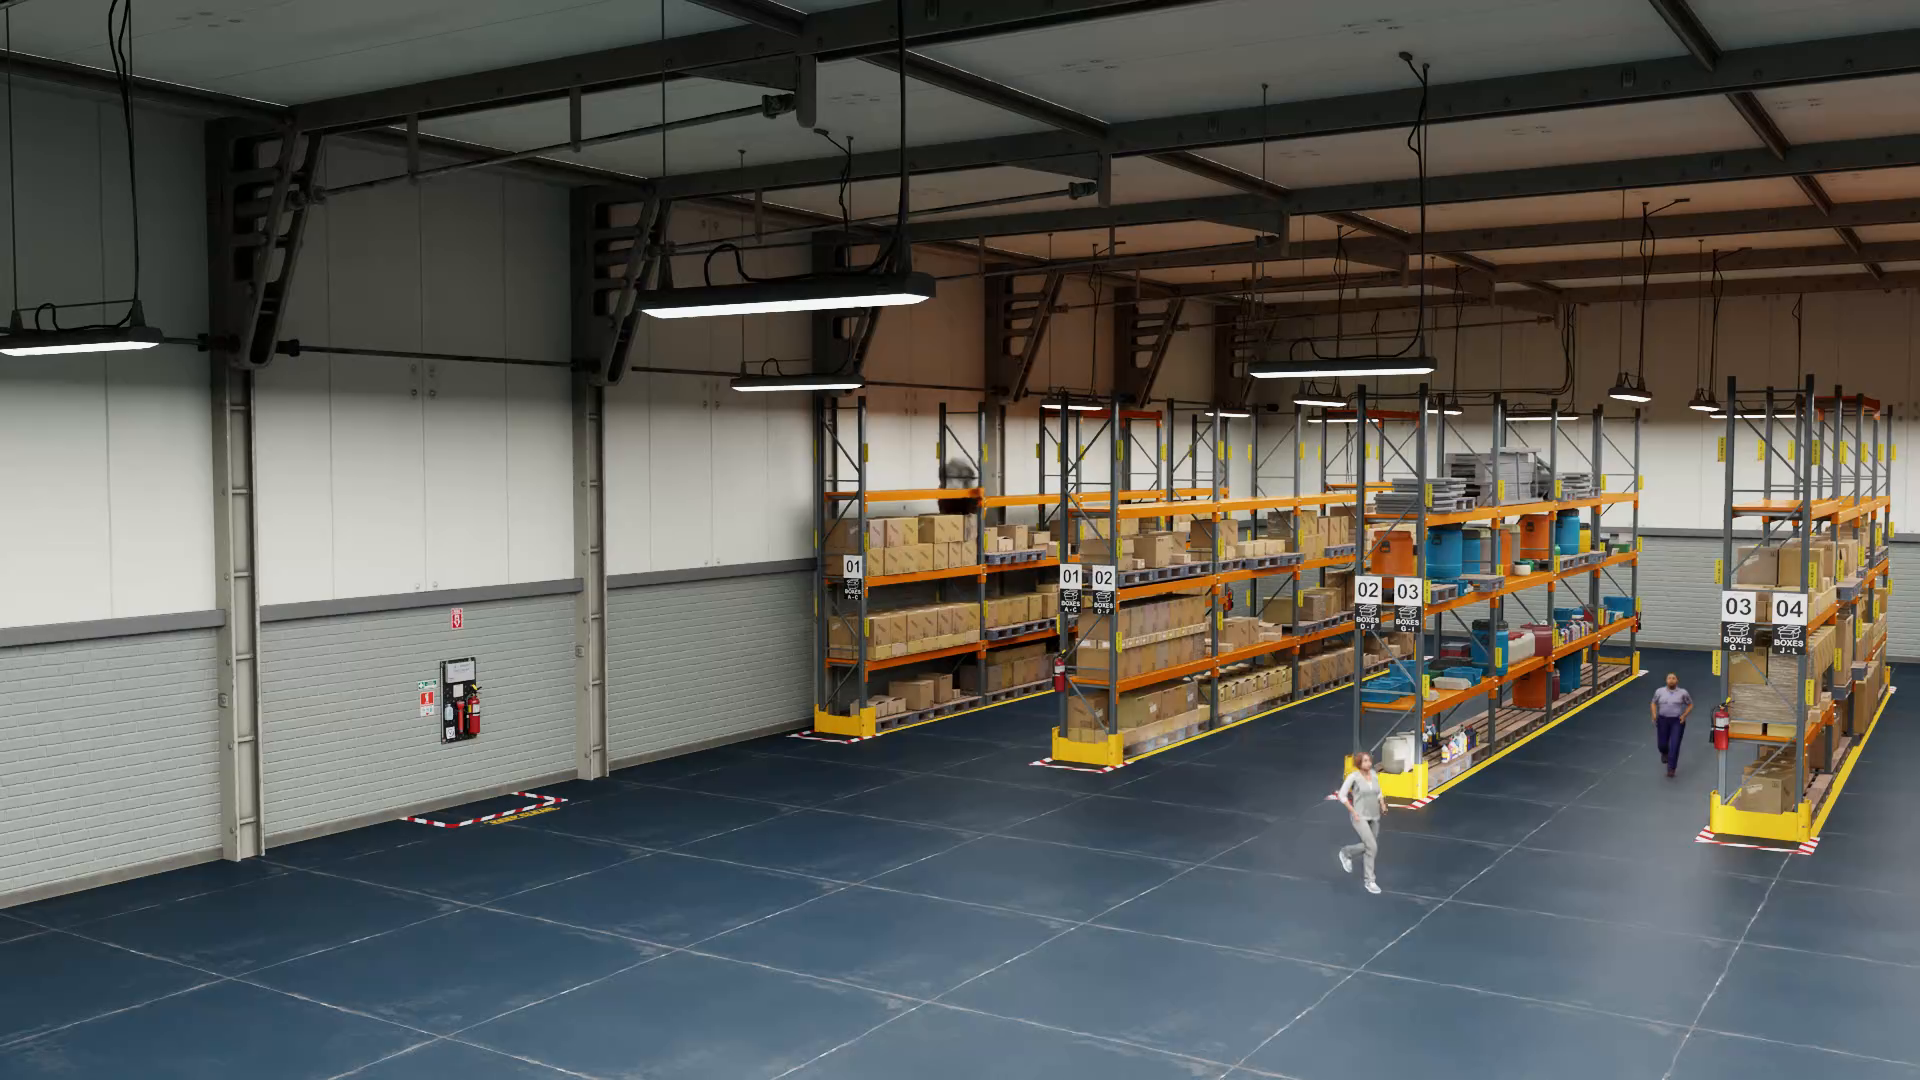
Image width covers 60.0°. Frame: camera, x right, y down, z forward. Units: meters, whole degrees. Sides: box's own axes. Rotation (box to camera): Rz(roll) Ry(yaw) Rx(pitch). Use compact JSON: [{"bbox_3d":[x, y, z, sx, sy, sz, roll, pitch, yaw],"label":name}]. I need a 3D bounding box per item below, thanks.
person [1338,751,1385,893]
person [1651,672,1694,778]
[{"bbox_3d":[4.628,3.216,19.168,0.533,1.590,0.697,-1,3,-25],"label":"person"},{"bbox_3d":[11.067,2.854,25.861,0.613,1.608,0.586,2,3,28],"label":"person"}]
